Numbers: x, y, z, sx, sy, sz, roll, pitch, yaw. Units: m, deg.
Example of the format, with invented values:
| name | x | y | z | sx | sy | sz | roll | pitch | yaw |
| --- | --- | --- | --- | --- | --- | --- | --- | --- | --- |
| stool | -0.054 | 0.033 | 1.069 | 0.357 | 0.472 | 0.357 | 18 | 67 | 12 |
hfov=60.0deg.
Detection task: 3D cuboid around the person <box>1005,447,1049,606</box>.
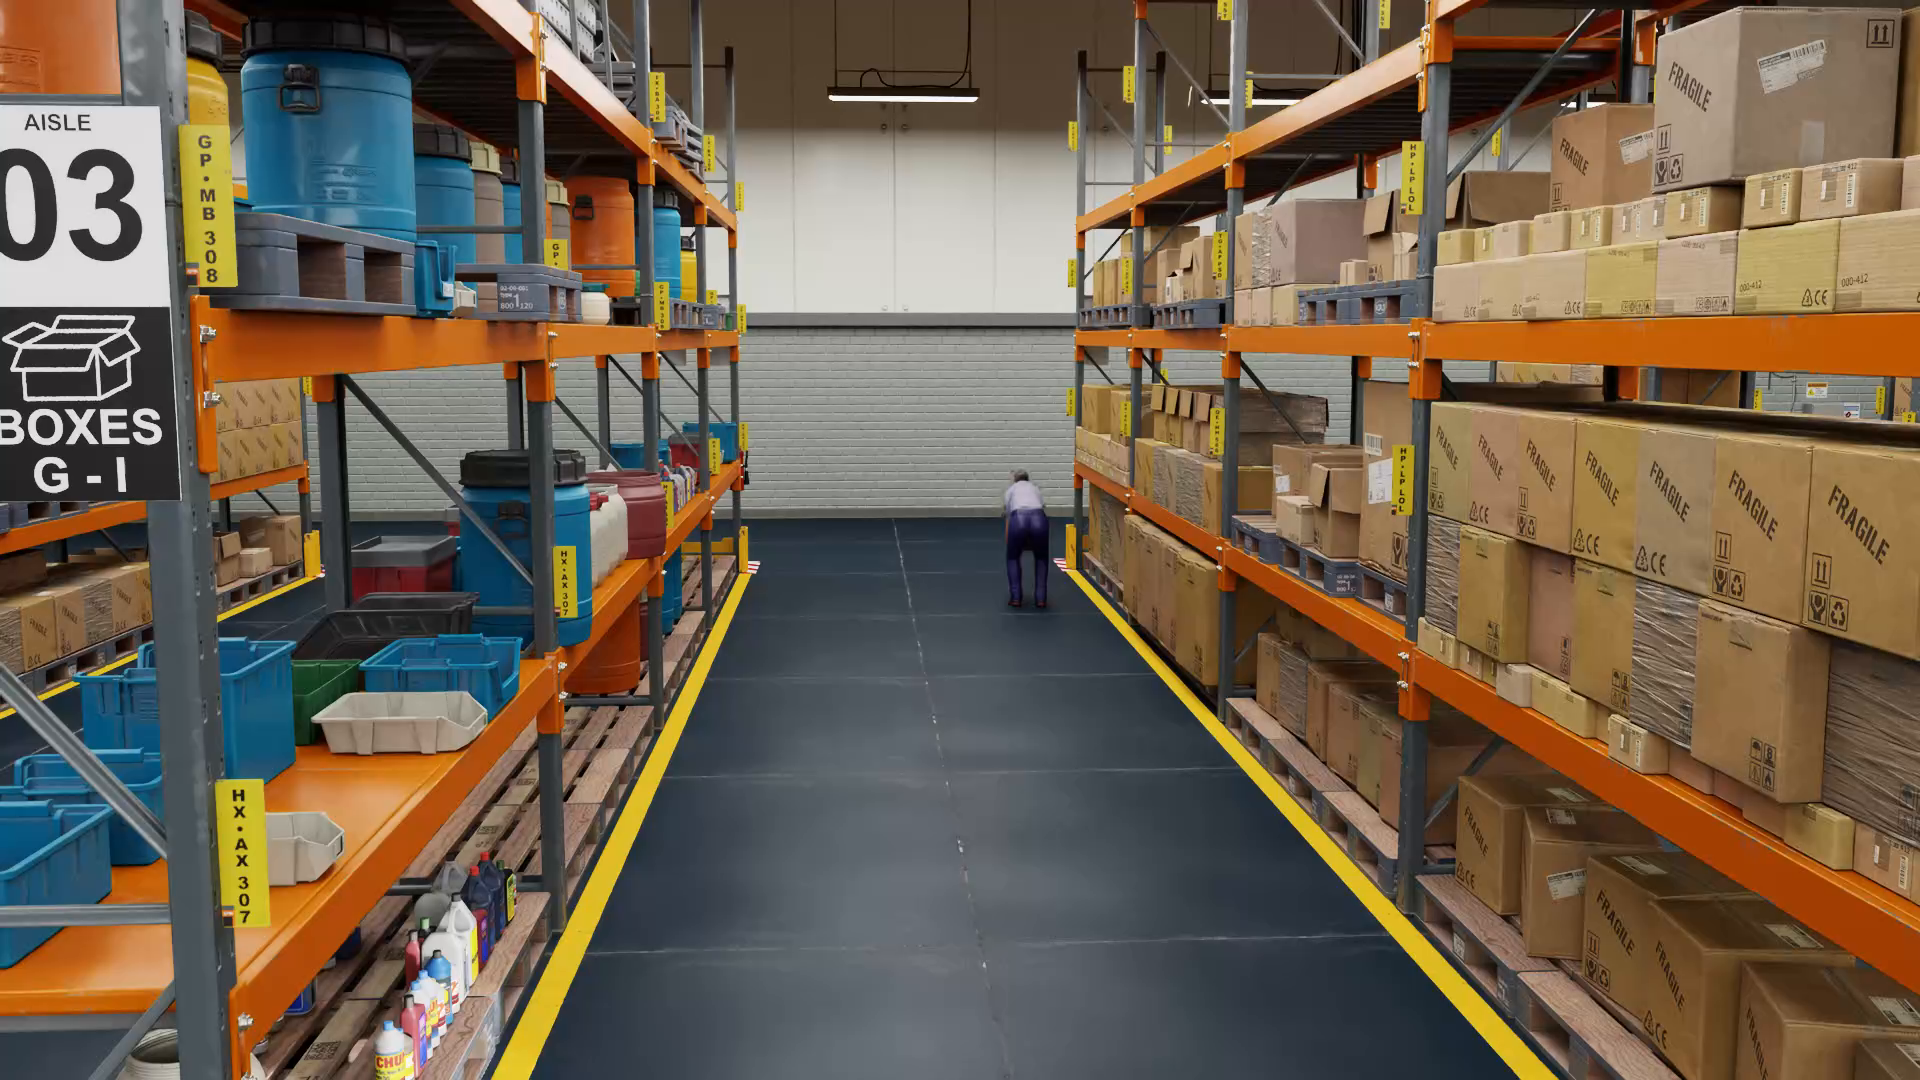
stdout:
| name | x | y | z | sx | sy | sz | roll | pitch | yaw |
| --- | --- | --- | --- | --- | --- | --- | --- | --- | --- |
| person | 0.681 | -0.142 | 17.023 | 0.451 | 1.641 | 0.521 | 0 | 7 | -3 |
